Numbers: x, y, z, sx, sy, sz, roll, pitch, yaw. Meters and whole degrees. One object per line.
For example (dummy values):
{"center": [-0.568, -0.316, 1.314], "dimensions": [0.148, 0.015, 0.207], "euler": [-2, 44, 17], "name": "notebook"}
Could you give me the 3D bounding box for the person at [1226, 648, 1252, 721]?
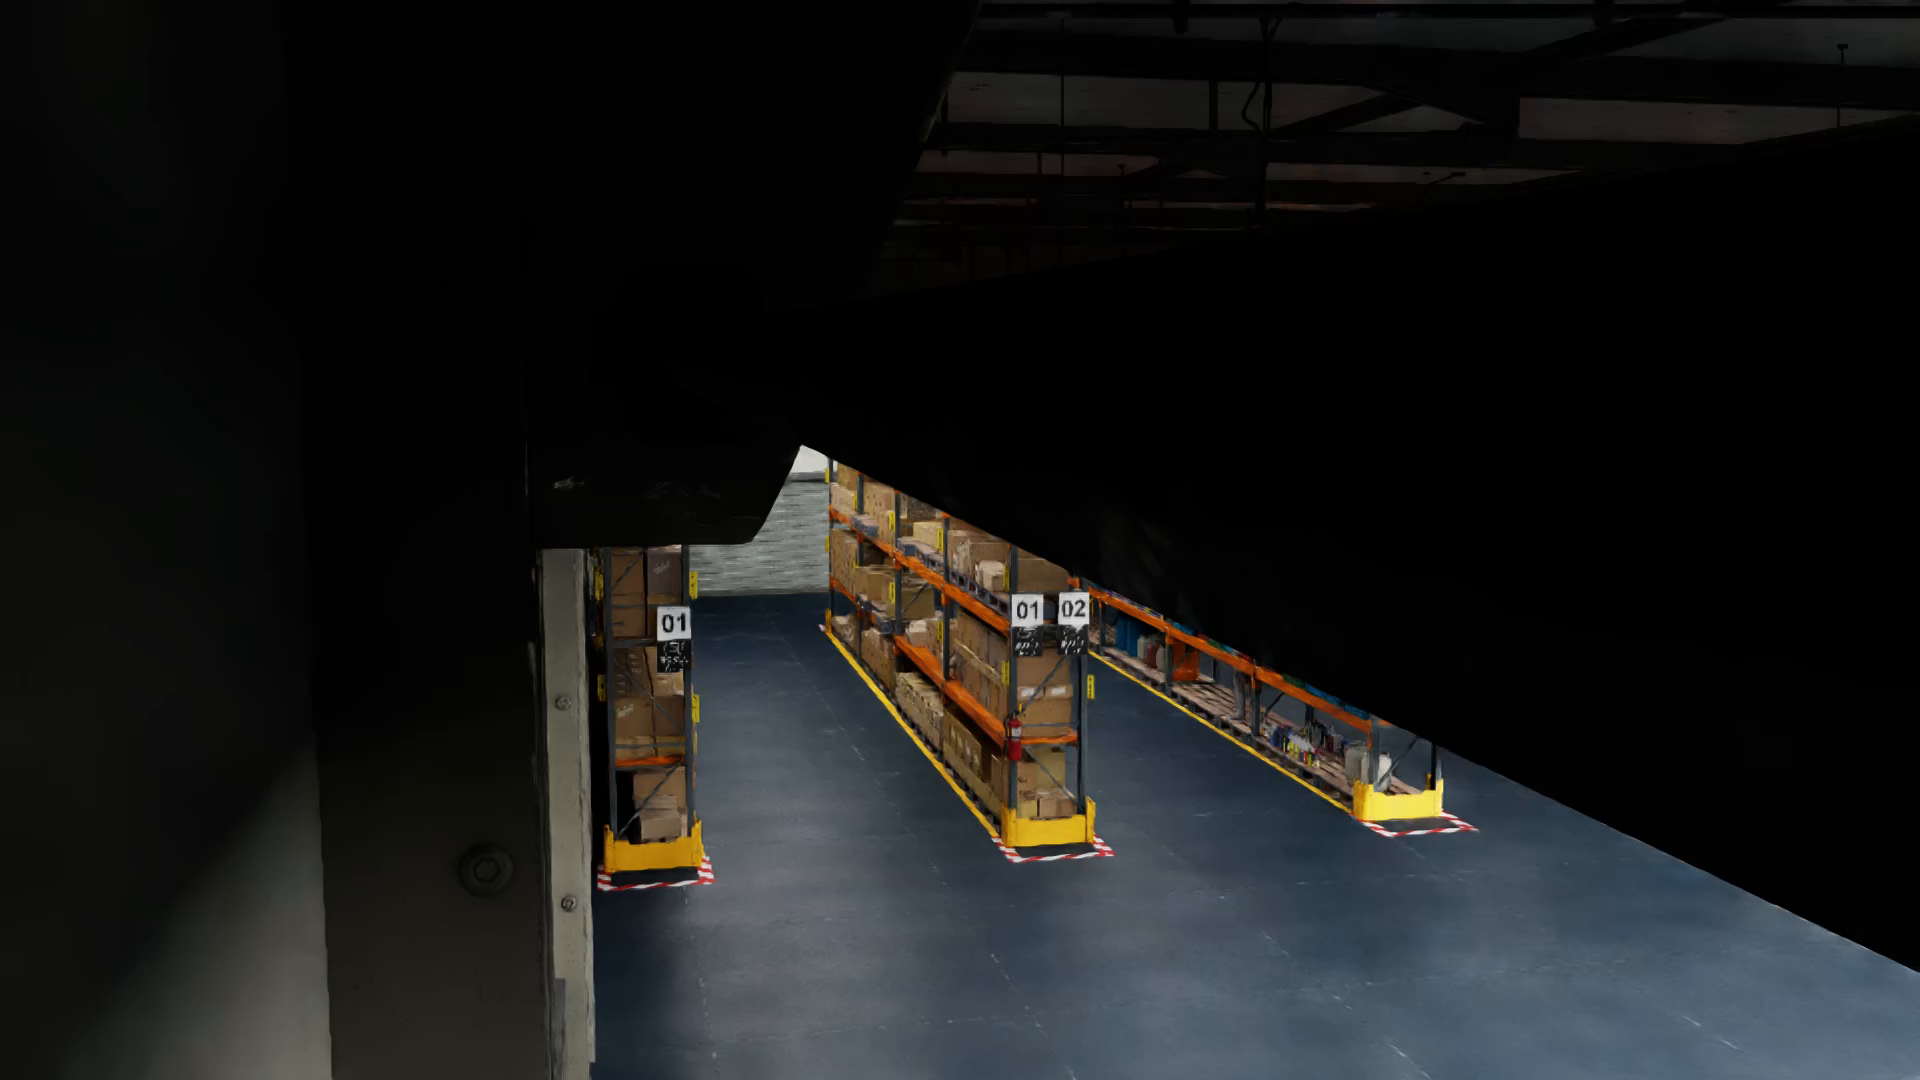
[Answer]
{"center": [4.605, 2.102, 26.837], "dimensions": [0.477, 1.681, 0.523], "euler": [-2, 7, -20], "name": "person"}
